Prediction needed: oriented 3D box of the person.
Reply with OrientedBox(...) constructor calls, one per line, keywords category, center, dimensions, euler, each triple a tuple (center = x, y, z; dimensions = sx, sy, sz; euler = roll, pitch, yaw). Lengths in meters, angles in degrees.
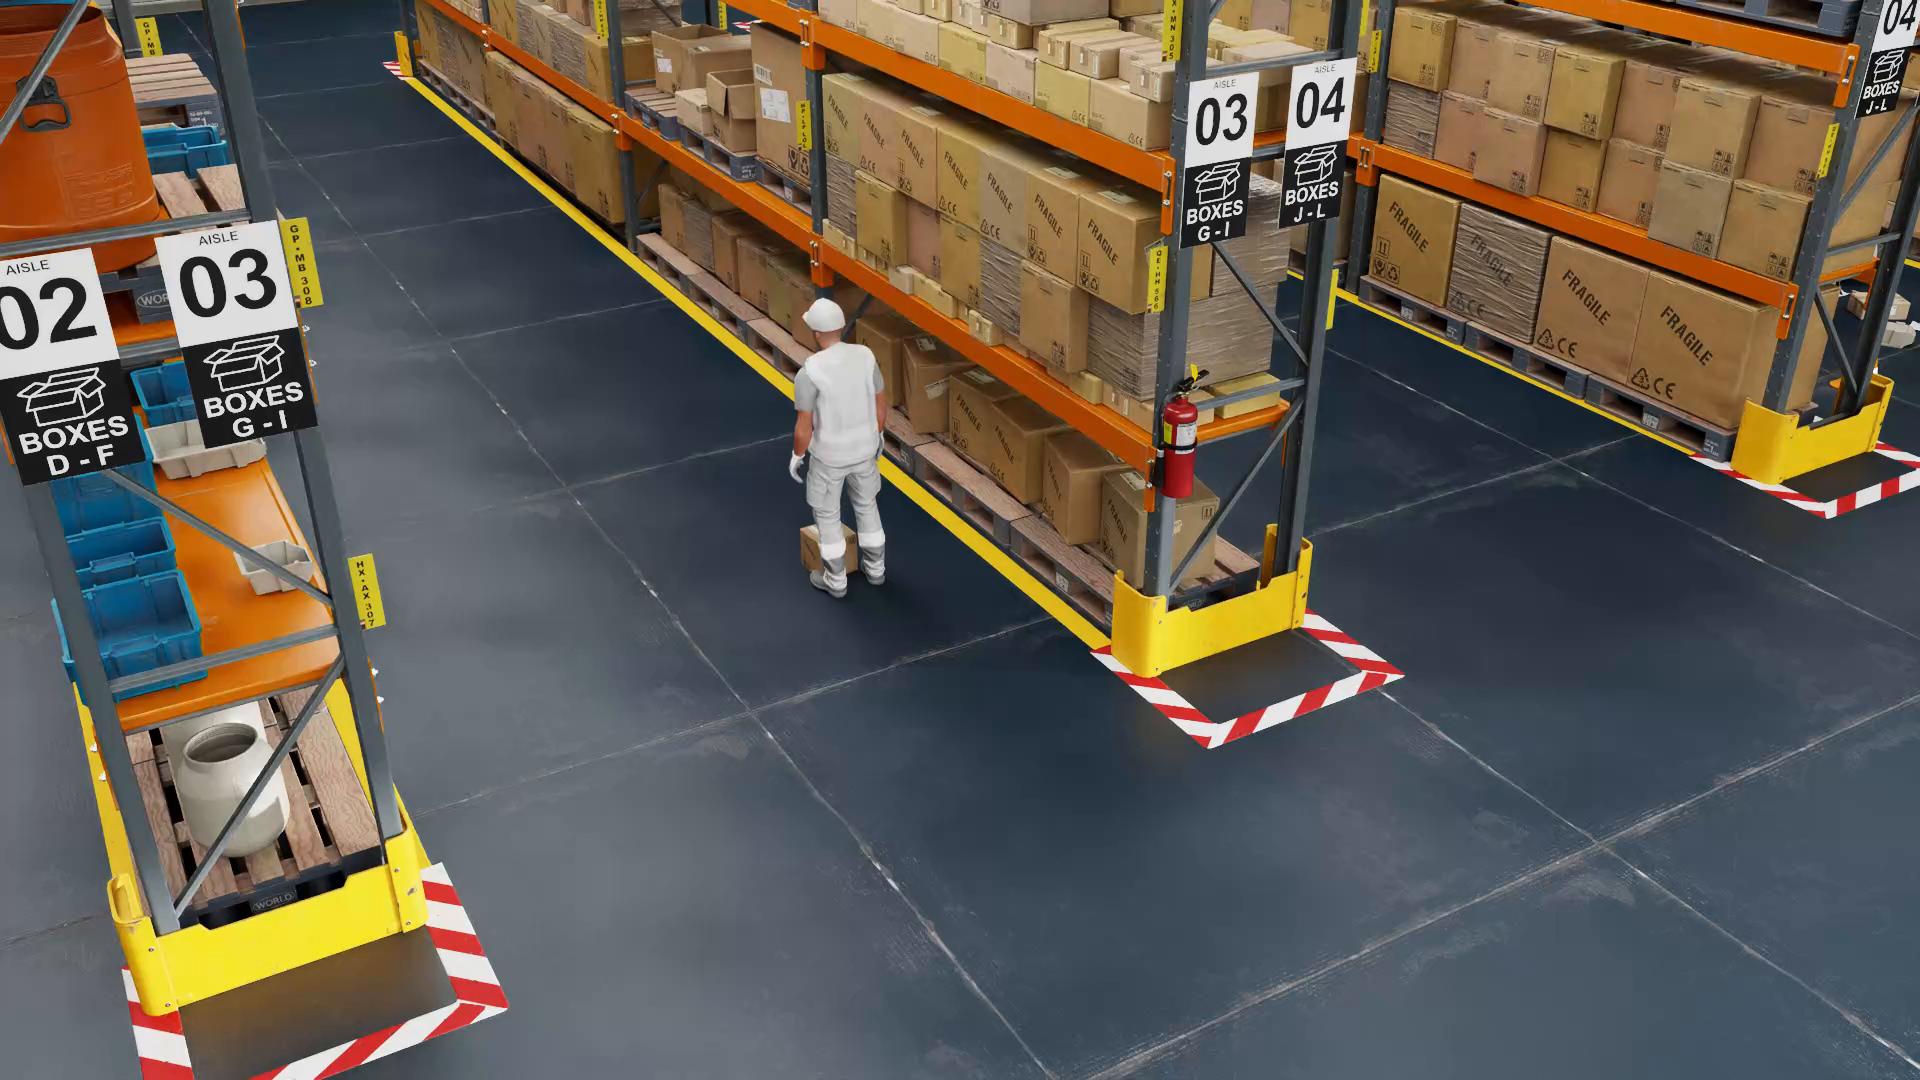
OrientedBox(category="person", center=(-0.689, -0.516, 9.490), dimensions=(0.623, 1.780, 0.446), euler=(-17, 33, -28))
